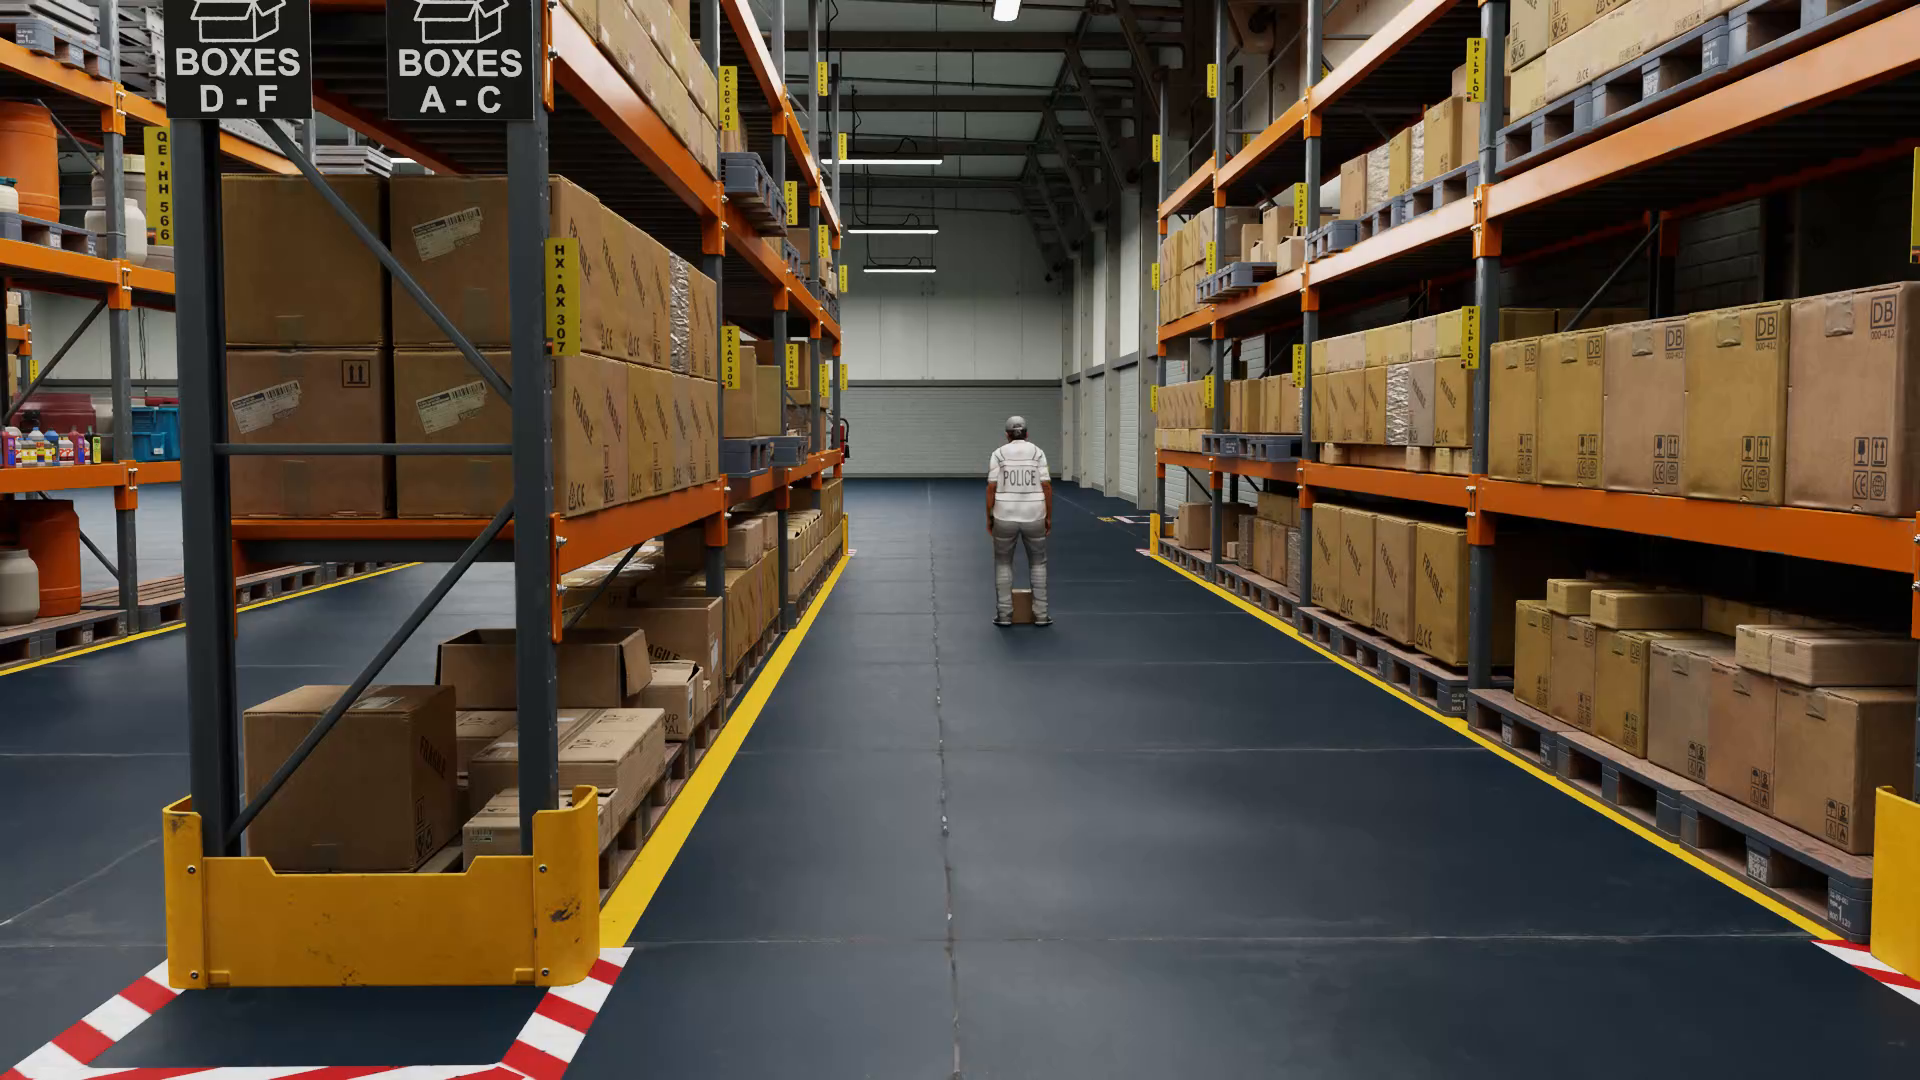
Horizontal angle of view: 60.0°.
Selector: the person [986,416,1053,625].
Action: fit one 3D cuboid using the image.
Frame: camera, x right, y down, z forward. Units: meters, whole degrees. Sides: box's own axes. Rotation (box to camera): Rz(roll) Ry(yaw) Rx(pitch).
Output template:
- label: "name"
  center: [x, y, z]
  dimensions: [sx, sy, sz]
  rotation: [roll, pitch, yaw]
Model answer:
- label: "person"
  center: [0.476, -0.154, 13.230]
  dimensions: [0.538, 1.666, 0.465]
  rotation: [0, 4, -1]
